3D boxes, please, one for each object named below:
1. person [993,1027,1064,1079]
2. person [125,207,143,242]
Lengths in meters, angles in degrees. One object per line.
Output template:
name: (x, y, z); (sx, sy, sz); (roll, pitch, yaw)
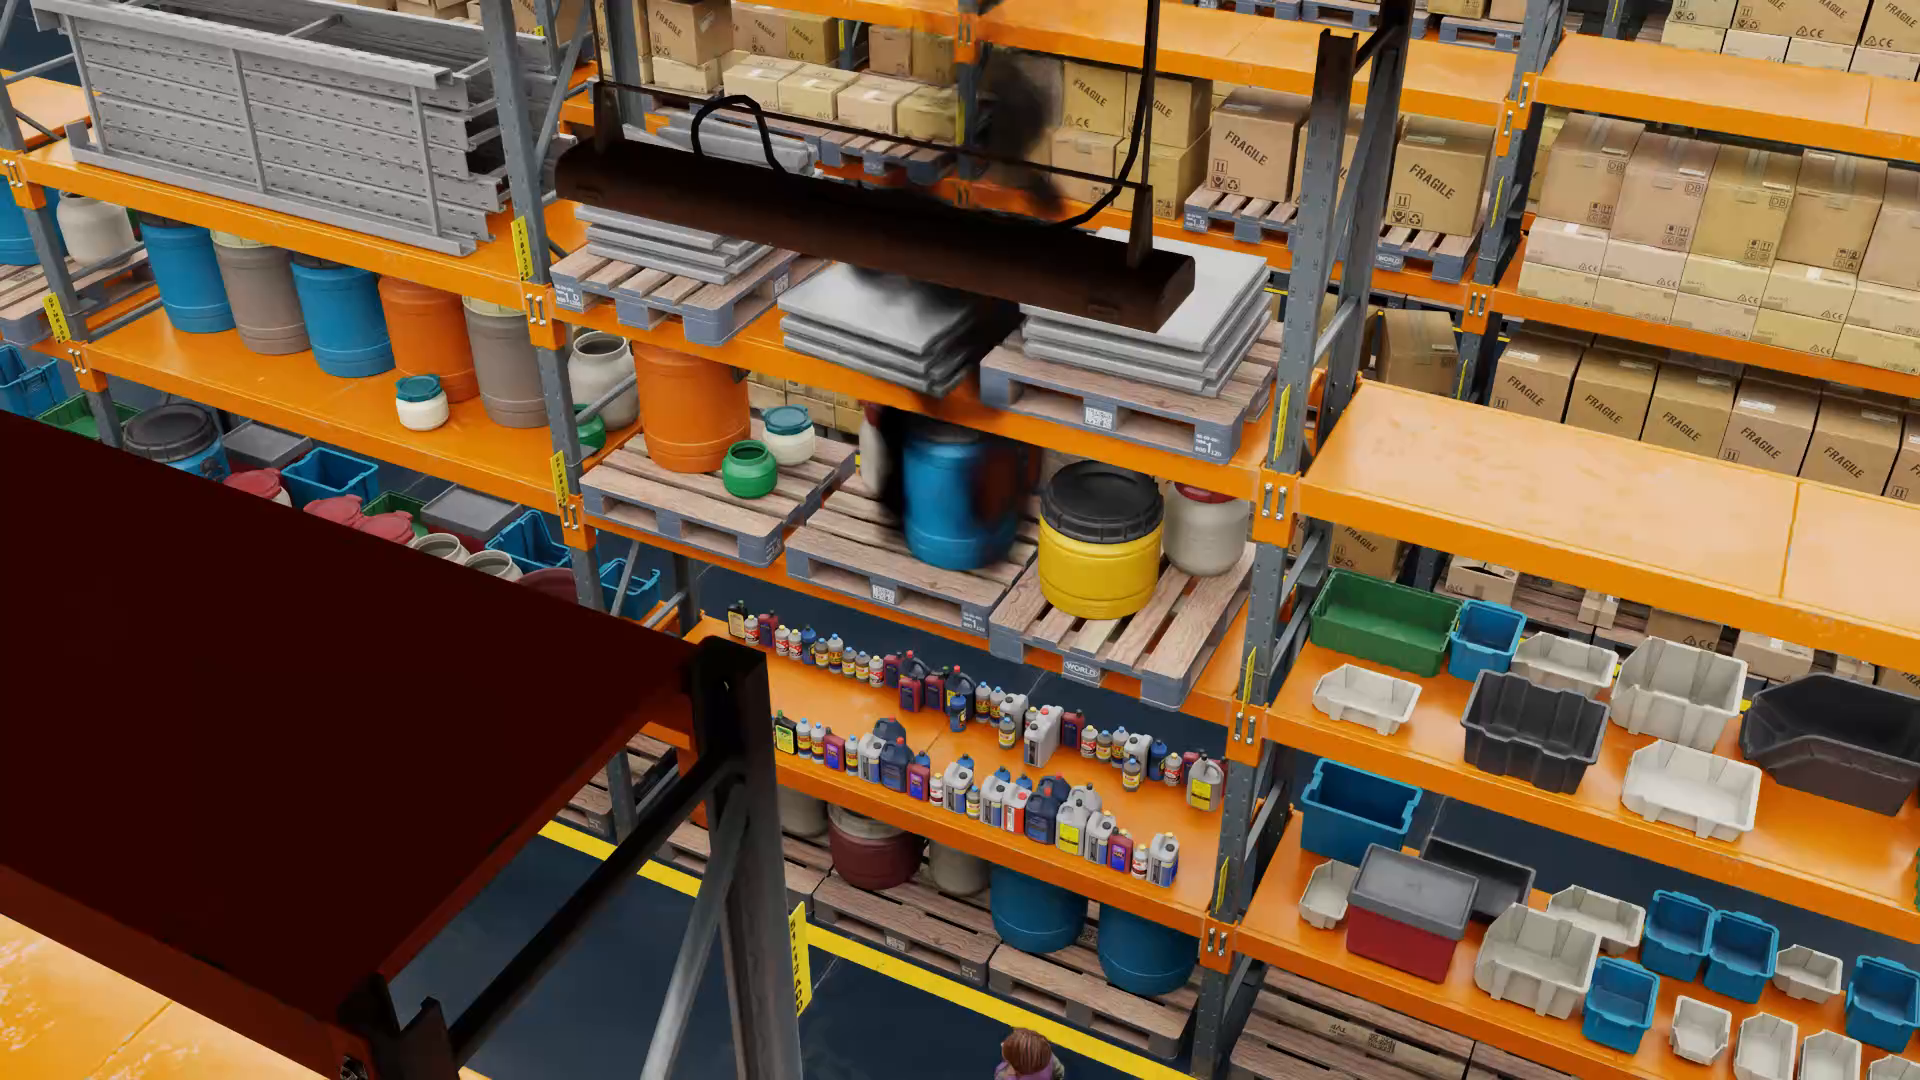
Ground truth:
person: (0.295, 2.853, 7.941); (0.562, 1.559, 0.539); (12, 37, 17)
person: (-8.695, -3.802, 17.708); (0.909, 1.809, 0.662); (-17, 39, -23)
